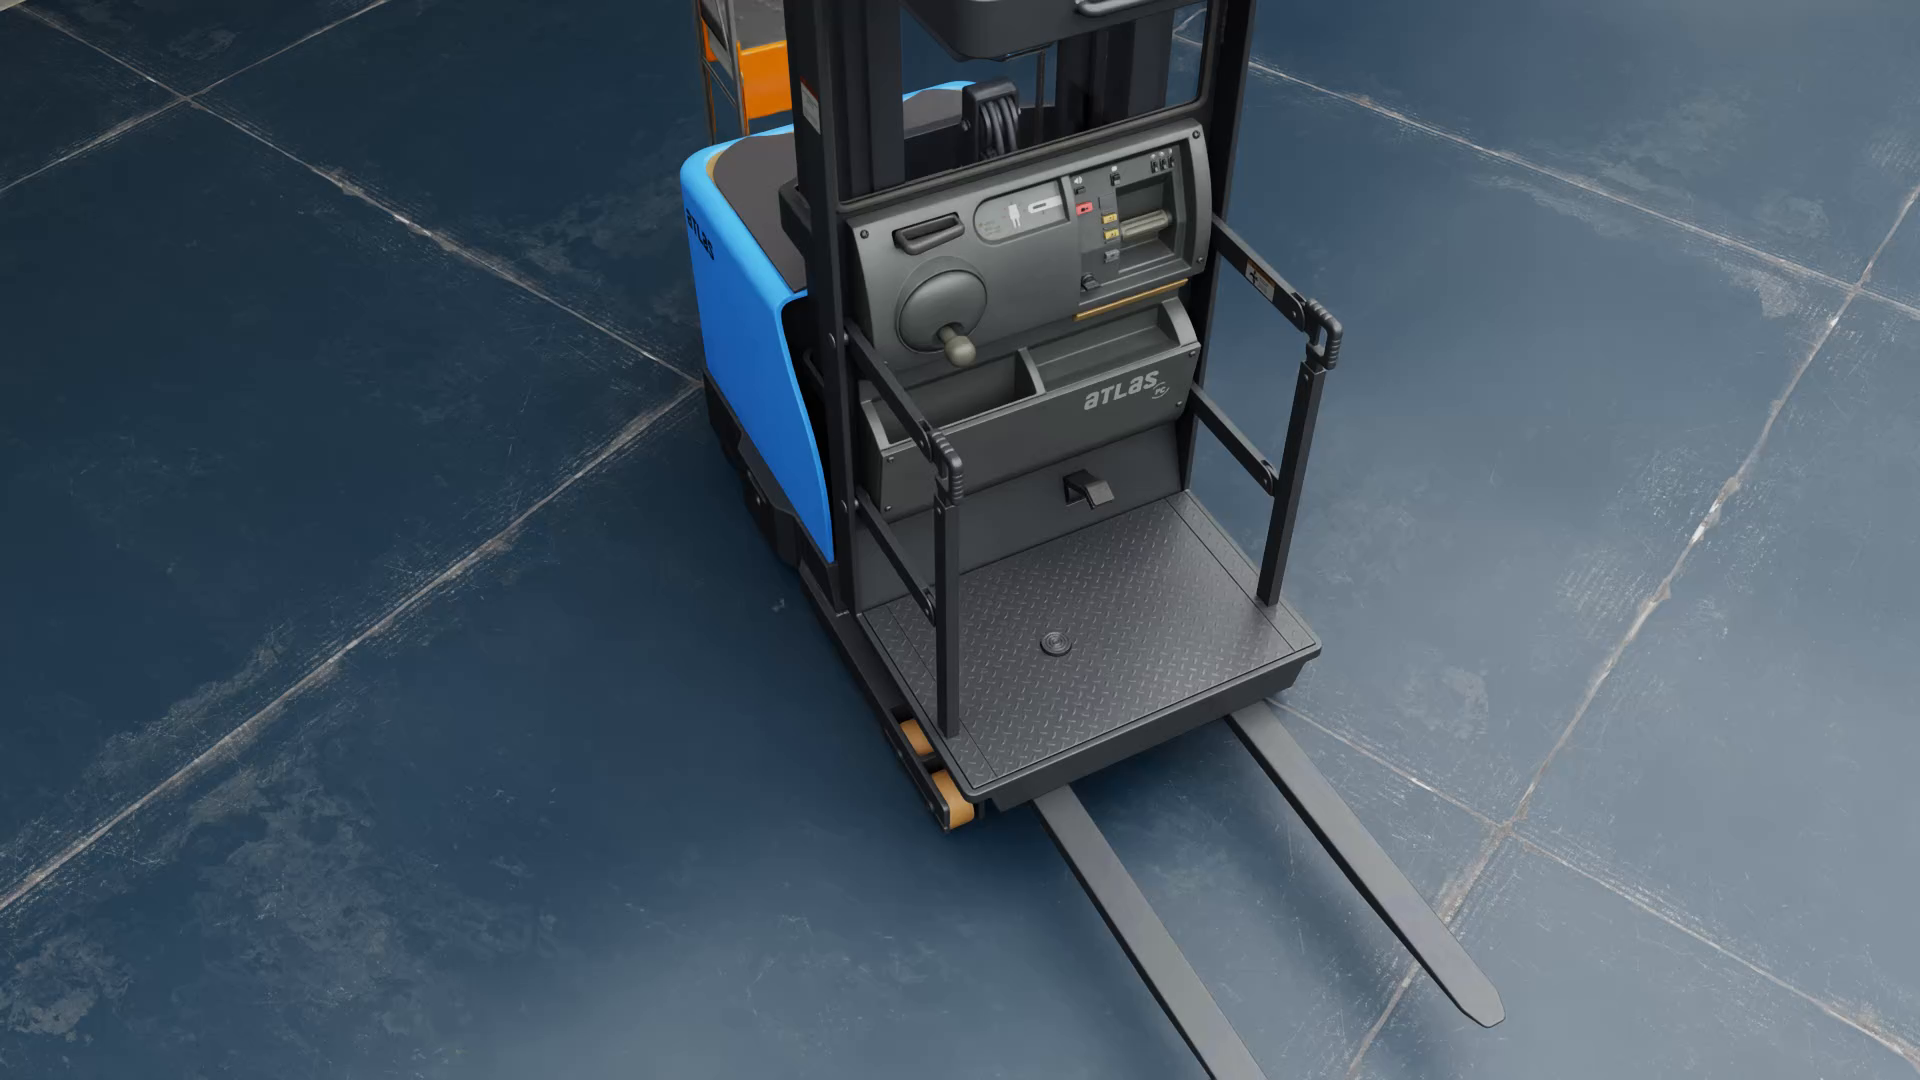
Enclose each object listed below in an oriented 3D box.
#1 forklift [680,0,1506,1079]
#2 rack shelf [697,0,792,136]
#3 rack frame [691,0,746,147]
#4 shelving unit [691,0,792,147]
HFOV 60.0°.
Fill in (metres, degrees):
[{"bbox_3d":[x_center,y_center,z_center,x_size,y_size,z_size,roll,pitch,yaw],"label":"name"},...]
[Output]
[{"bbox_3d":[0.287,-0.608,3.804,1.130,2.935,3.031,-20,50,-18],"label":"forklift"},{"bbox_3d":[-0.518,-1.470,5.221,0.480,0.518,0.431,-19,49,-17],"label":"rack shelf"},{"bbox_3d":[-0.739,-1.405,5.140,0.015,2.100,0.400,-19,49,-17],"label":"rack frame"},{"bbox_3d":[-0.518,-1.479,5.211,0.503,2.100,0.431,-19,49,-17],"label":"shelving unit"}]
